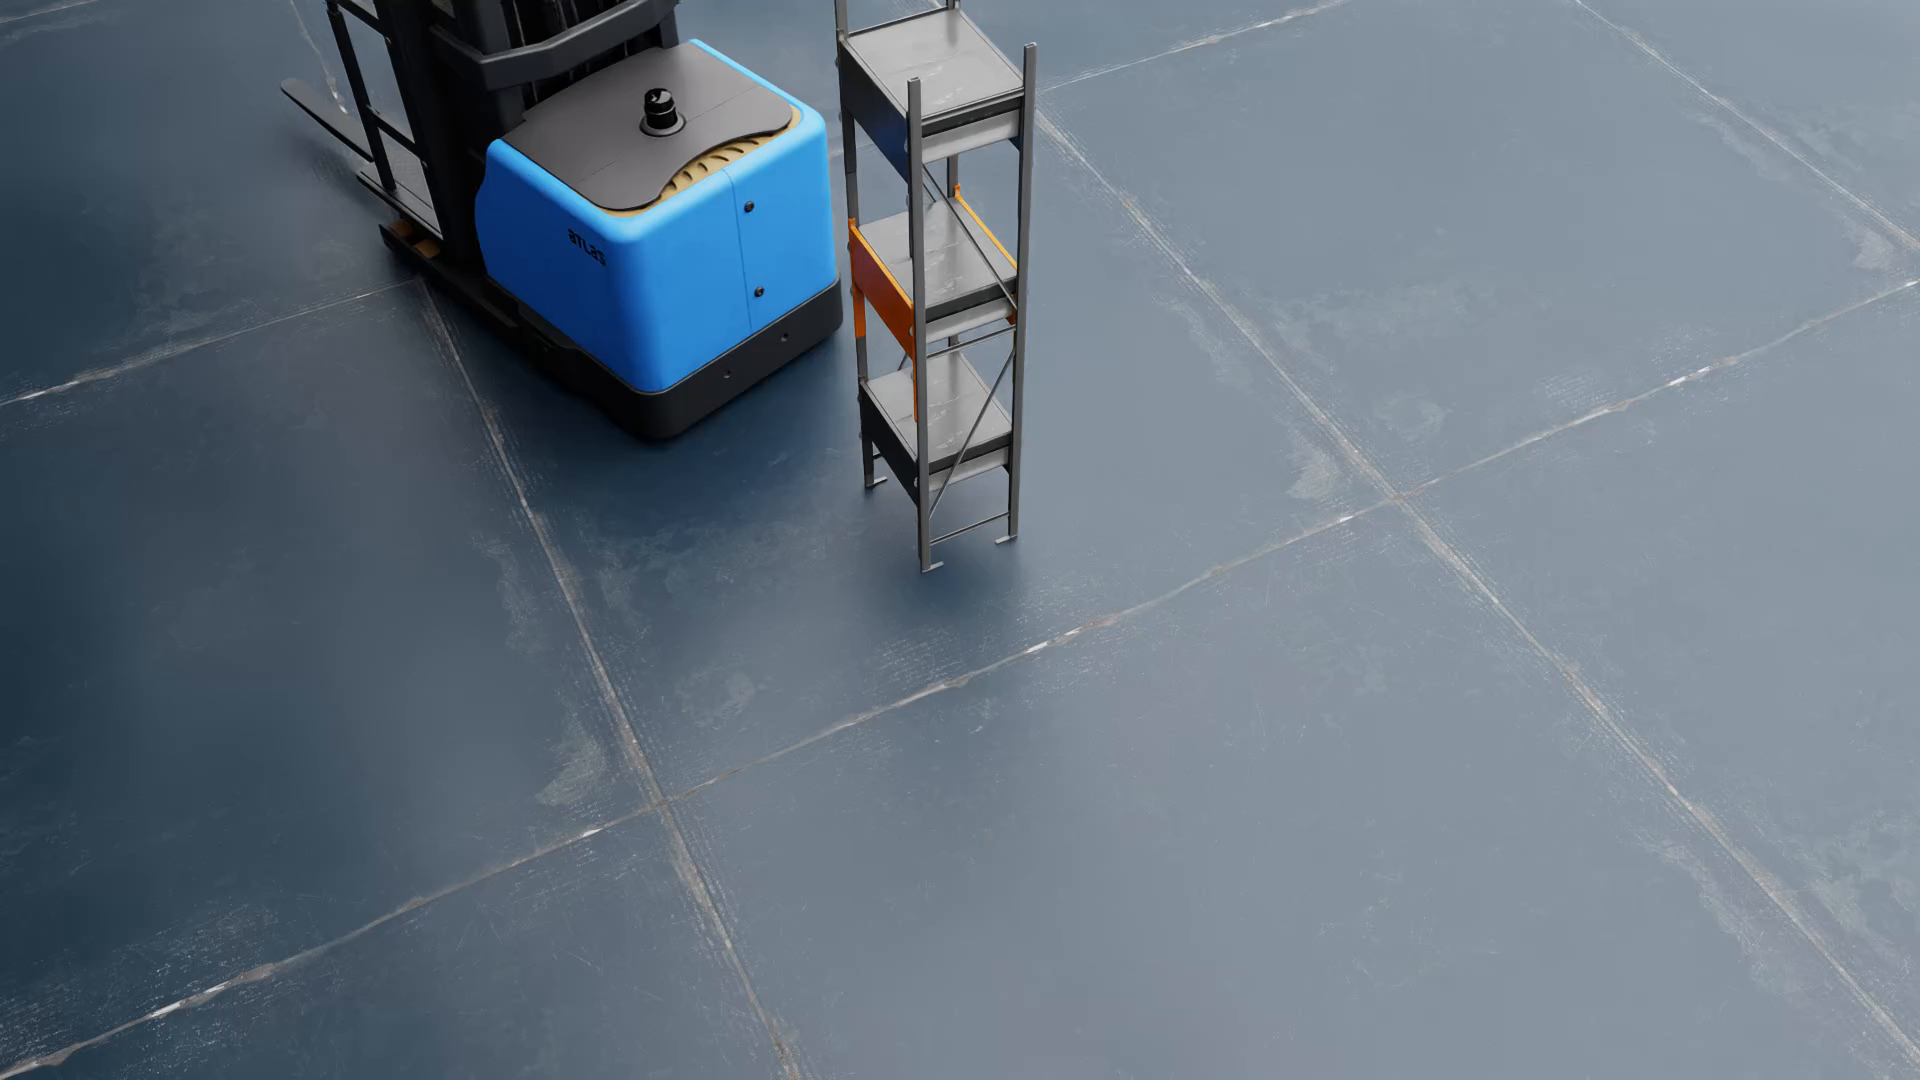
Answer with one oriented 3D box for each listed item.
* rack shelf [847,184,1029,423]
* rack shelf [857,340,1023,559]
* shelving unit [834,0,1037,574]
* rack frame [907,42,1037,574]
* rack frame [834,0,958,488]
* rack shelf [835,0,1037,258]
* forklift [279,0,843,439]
[{"bbox_3d":[-0.076,-0.793,5.567,0.431,0.518,0.480,-21,52,-18],"label":"rack shelf"},{"bbox_3d":[-0.076,-0.332,6.094,0.431,0.518,0.480,-21,52,-18],"label":"rack shelf"},{"bbox_3d":[-0.076,-0.802,5.557,0.431,2.100,0.503,-21,52,-18],"label":"shelving unit"},{"bbox_3d":[0.036,-0.639,5.414,0.400,2.100,0.015,-21,52,-18],"label":"rack frame"},{"bbox_3d":[-0.187,-0.965,5.699,0.400,2.100,0.015,-21,52,-18],"label":"rack frame"},{"bbox_3d":[-0.076,-1.254,5.040,0.431,0.518,0.480,-21,52,-18],"label":"rack shelf"},{"bbox_3d":[-1.894,-2.357,6.364,3.031,2.935,1.130,36,58,27],"label":"forklift"}]
